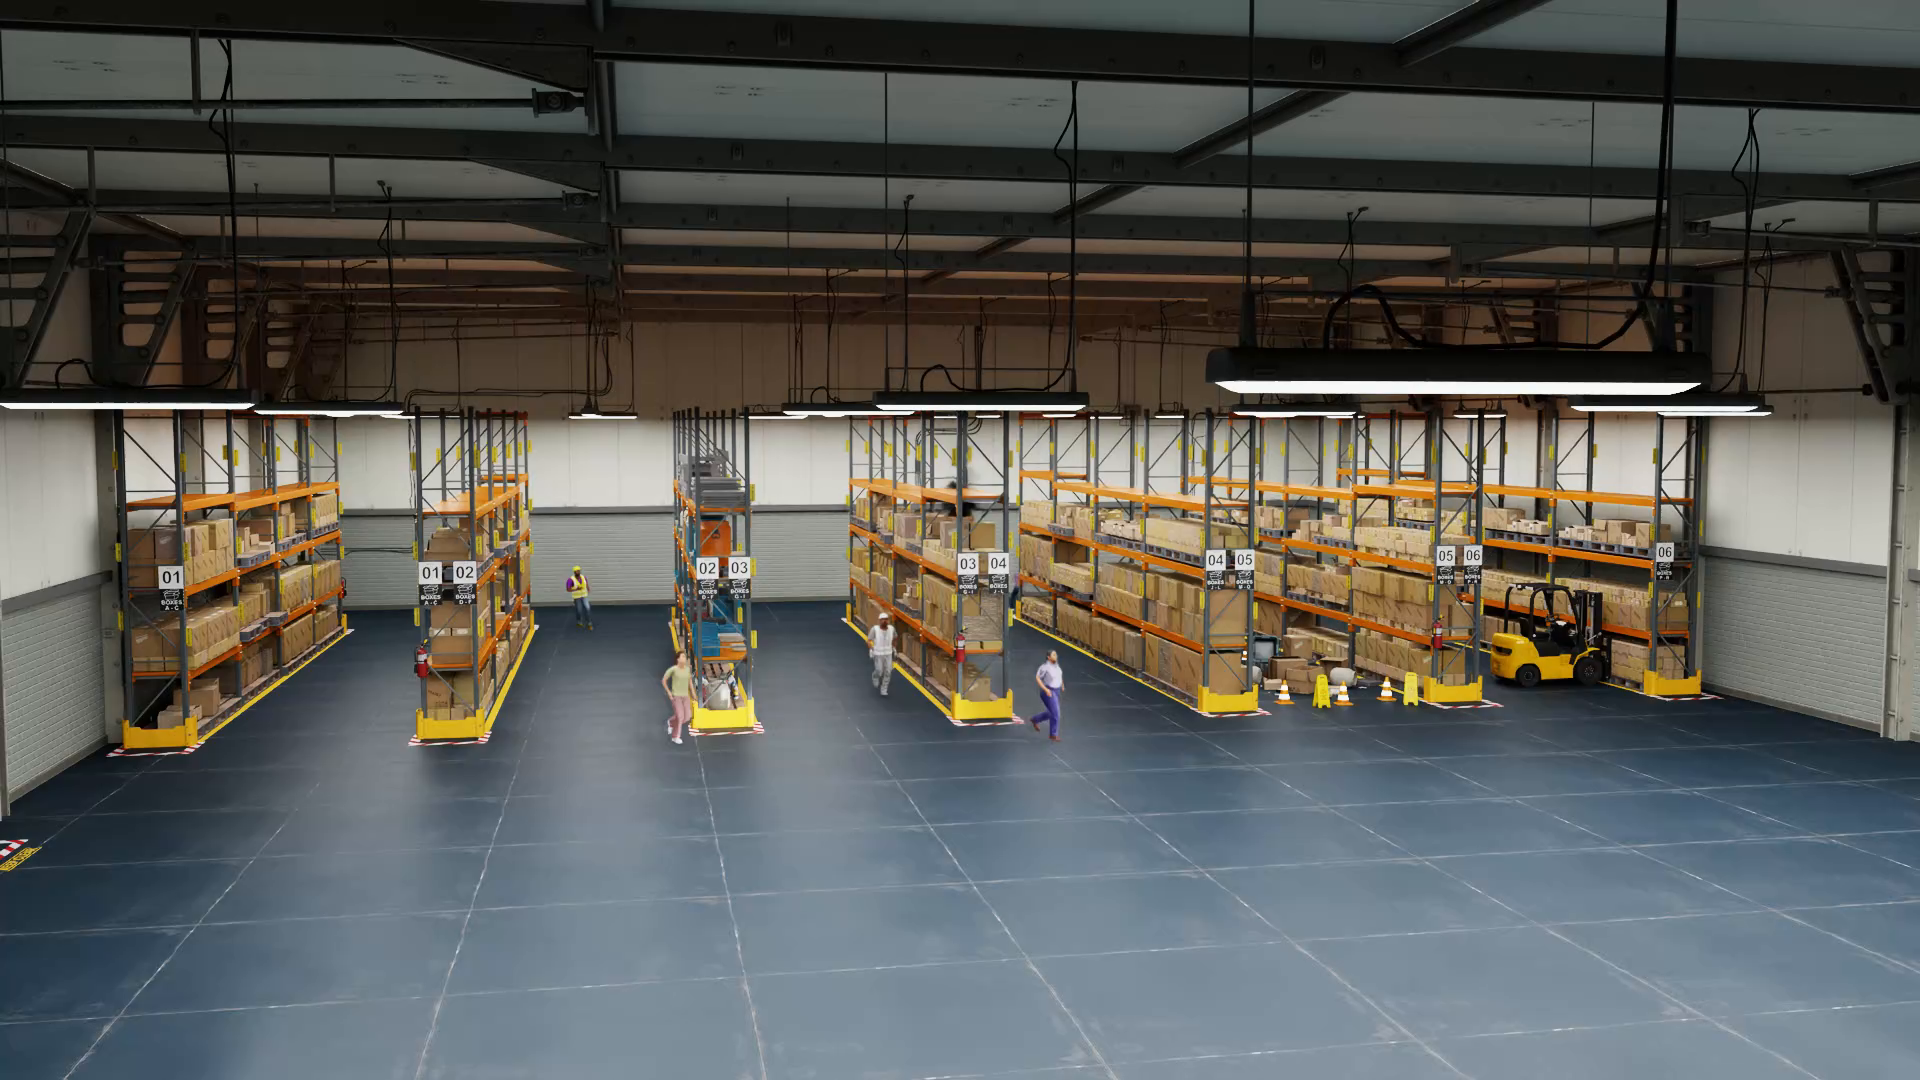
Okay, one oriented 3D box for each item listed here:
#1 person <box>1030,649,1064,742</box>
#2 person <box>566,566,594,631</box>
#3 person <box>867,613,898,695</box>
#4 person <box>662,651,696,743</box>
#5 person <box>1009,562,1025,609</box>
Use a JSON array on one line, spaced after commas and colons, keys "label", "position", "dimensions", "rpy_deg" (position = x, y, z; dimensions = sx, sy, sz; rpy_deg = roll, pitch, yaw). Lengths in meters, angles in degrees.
[{"label": "person", "position": [1.568, 2.828, 30.017], "dimensions": [0.751, 1.584, 0.609], "rpy_deg": [3, 5, 35]}, {"label": "person", "position": [-10.517, 1.613, 45.761], "dimensions": [0.700, 1.819, 0.759], "rpy_deg": [-3, 5, -32]}, {"label": "person", "position": [-1.619, 2.376, 34.822], "dimensions": [0.668, 1.728, 0.639], "rpy_deg": [-1, 4, -16]}, {"label": "person", "position": [-5.037, 2.808, 29.862], "dimensions": [0.625, 1.603, 0.553], "rpy_deg": [-4, 5, -41]}, {"label": "person", "position": [1.718, 1.374, 49.935], "dimensions": [0.863, 1.539, 0.590], "rpy_deg": [1, 4, 12]}]
